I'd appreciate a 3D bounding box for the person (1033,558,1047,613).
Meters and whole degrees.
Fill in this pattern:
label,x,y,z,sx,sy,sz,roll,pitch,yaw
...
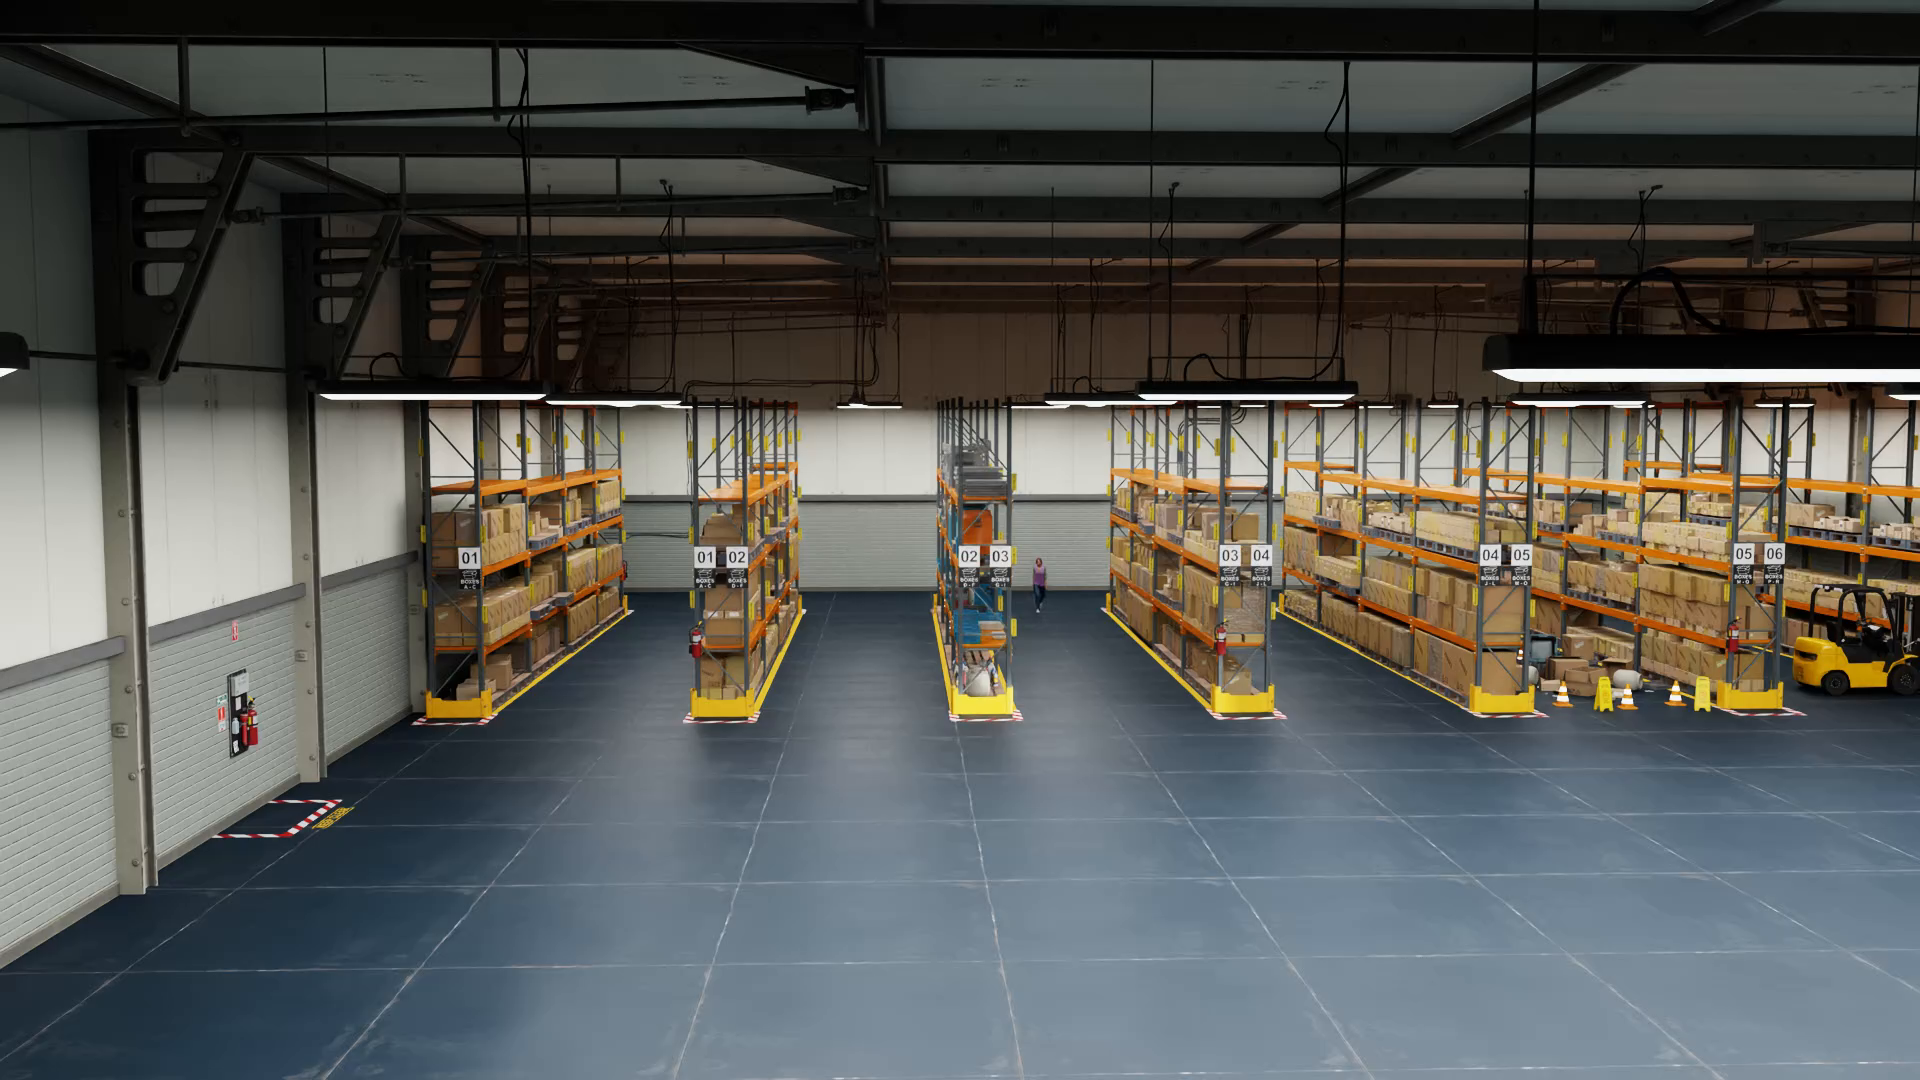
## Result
label,x,y,z,sx,sy,sz,roll,pitch,yaw
person,2.271,1.276,47.375,0.421,1.546,0.768,0,4,-5
